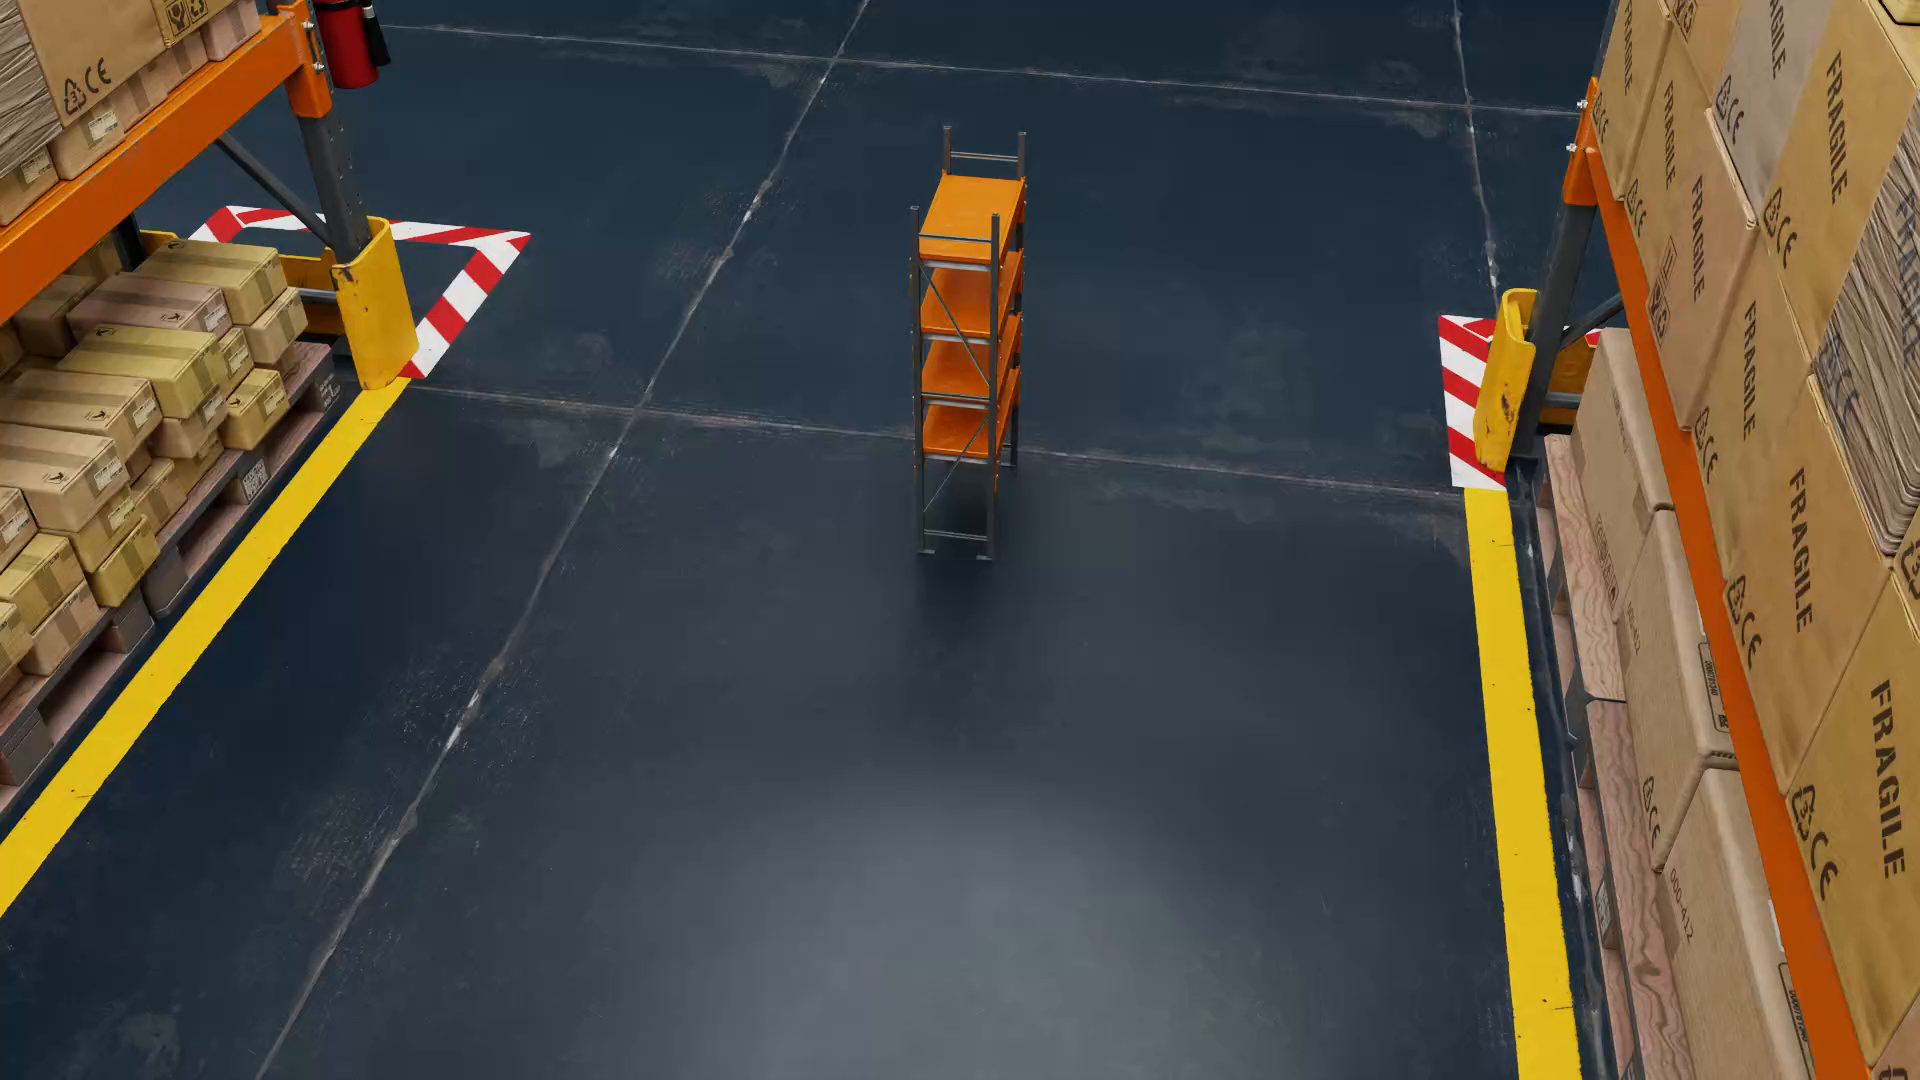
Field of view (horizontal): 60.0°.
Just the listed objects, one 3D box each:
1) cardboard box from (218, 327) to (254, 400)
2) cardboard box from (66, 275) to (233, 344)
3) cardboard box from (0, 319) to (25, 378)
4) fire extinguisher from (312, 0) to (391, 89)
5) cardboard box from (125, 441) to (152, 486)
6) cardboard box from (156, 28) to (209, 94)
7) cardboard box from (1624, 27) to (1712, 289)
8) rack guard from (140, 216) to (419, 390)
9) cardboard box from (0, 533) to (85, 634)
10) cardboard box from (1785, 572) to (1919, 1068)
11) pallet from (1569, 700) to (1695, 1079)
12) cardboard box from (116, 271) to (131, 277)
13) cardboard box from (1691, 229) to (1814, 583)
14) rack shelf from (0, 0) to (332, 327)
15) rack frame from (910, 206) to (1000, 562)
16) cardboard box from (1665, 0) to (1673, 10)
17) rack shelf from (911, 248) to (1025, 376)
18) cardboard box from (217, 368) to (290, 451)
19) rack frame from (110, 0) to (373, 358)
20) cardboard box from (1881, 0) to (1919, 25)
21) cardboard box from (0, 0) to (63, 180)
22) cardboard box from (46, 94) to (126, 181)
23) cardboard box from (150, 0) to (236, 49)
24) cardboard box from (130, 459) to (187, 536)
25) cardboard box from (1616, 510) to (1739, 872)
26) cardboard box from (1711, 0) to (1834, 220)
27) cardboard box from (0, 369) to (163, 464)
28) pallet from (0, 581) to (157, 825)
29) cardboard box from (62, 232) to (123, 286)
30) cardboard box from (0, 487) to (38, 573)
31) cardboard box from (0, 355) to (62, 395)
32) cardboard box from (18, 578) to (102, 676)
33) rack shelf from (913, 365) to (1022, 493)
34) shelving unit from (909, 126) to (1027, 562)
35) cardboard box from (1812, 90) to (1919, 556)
[{"bbox_3d":[-2.477,-0.557,5.243,0.380,0.149,0.250,6,40,7],"label":"cardboard box"},{"bbox_3d":[-2.511,-0.680,5.160,0.380,0.149,0.250,7,40,9],"label":"cardboard box"},{"bbox_3d":[-3.093,-0.570,5.027,0.380,0.149,0.250,6,40,8],"label":"cardboard box"},{"bbox_3d":[-2.071,-1.833,5.467,0.296,0.674,0.183,6,40,8],"label":"fire extinguisher"},{"bbox_3d":[-2.615,-0.231,4.850,0.380,0.149,0.250,6,40,7],"label":"cardboard box"},{"bbox_3d":[-2.427,-1.415,4.805,0.380,0.149,0.250,6,40,8],"label":"cardboard box"},{"bbox_3d":[1.898,-0.866,3.864,0.500,0.500,0.500,6,40,7],"label":"cardboard box"},{"bbox_3d":[-2.582,-0.889,5.932,1.175,0.500,0.348,6,40,8],"label":"rack guard"},{"bbox_3d":[-2.607,0.097,4.453,0.380,0.149,0.250,8,40,10],"label":"cardboard box"},{"bbox_3d":[1.544,0.412,2.319,0.500,0.500,0.500,5,40,7],"label":"cardboard box"},{"bbox_3d":[2.049,0.931,3.958,1.003,0.211,1.213,6,40,8],"label":"pallet"},{"bbox_3d":[-2.912,-0.777,5.510,0.380,0.149,0.250,8,40,10],"label":"cardboard box"},{"bbox_3d":[1.722,-0.232,3.098,0.500,0.500,0.500,8,40,9],"label":"cardboard box"},{"bbox_3d":[-2.915,-0.367,3.905,1.077,0.370,4.000,6,40,8],"label":"rack shelf"},{"bbox_3d":[-0.014,-0.413,4.808,0.240,1.200,0.015,6,40,8],"label":"rack frame"},{"bbox_3d":[1.961,-1.571,3.933,0.500,0.500,0.500,6,40,7],"label":"cardboard box"},{"bbox_3d":[0.029,-0.687,4.894,0.258,0.148,0.480,6,40,8],"label":"rack shelf"},{"bbox_3d":[-2.399,-0.437,5.332,0.380,0.149,0.250,8,40,9],"label":"cardboard box"},{"bbox_3d":[-2.569,-1.900,5.194,1.000,3.000,0.127,6,40,8],"label":"rack frame"},{"bbox_3d":[1.680,-0.930,2.649,0.380,0.149,0.250,5,40,7],"label":"cardboard box"},{"bbox_3d":[-2.565,-1.100,3.915,0.500,0.500,0.500,7,40,8],"label":"cardboard box"},{"bbox_3d":[-2.476,-1.093,4.415,0.380,0.149,0.250,7,40,9],"label":"cardboard box"},{"bbox_3d":[-2.393,-1.742,4.691,0.500,0.500,0.500,7,40,9],"label":"cardboard box"},{"bbox_3d":[-2.560,-0.124,4.954,0.380,0.149,0.250,7,40,8],"label":"cardboard box"},{"bbox_3d":[2.158,0.409,4.083,0.875,0.438,0.875,7,40,9],"label":"cardboard box"},{"bbox_3d":[1.797,-0.922,3.148,0.500,0.500,0.500,6,40,7],"label":"cardboard box"},{"bbox_3d":[-2.538,-0.348,4.758,0.380,0.149,0.250,5,40,6],"label":"cardboard box"},{"bbox_3d":[-2.971,0.492,4.489,1.003,0.211,1.213,6,40,8],"label":"pallet"},{"bbox_3d":[-2.994,-0.901,5.426,0.380,0.149,0.250,5,40,6],"label":"cardboard box"},{"bbox_3d":[-2.684,-0.020,4.362,0.380,0.149,0.250,5,40,6],"label":"cardboard box"},{"bbox_3d":[-2.970,-0.448,5.112,0.380,0.149,0.250,7,40,8],"label":"cardboard box"},{"bbox_3d":[-2.609,0.212,4.547,0.380,0.149,0.250,7,40,9],"label":"cardboard box"},{"bbox_3d":[0.029,-0.361,5.163,0.258,0.148,0.480,6,40,8],"label":"rack shelf"},{"bbox_3d":[0.029,-0.566,4.993,0.258,1.200,0.503,6,40,8],"label":"shelving unit"},{"bbox_3d":[1.616,-0.295,2.390,0.500,0.500,0.500,7,40,8],"label":"cardboard box"}]
